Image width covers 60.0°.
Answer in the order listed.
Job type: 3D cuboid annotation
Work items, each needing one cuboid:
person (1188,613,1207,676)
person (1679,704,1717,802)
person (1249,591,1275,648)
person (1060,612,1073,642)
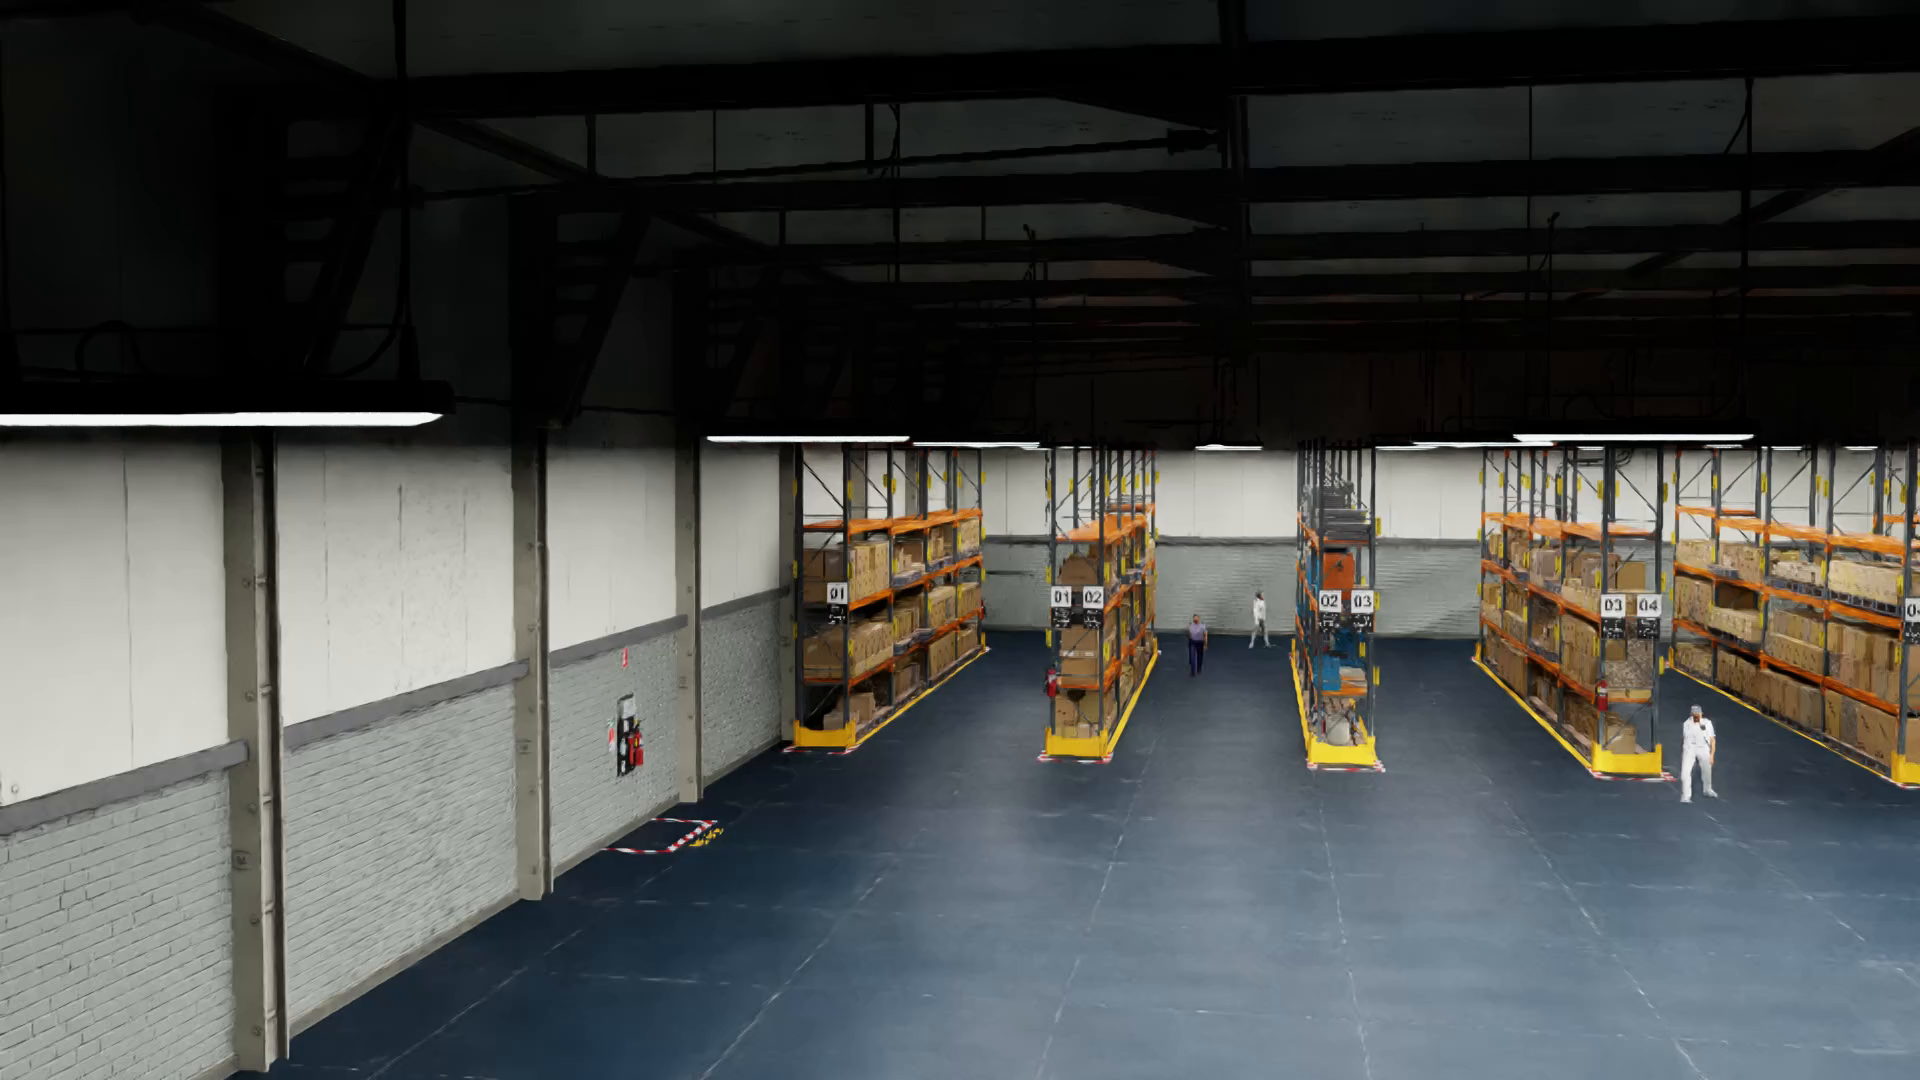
[{"bbox_3d":[6.091,2.668,42.637,0.493,1.589,1.000,0,3,9],"label":"person"},{"bbox_3d":[12.127,3.473,27.290,0.527,1.599,0.939,2,4,31],"label":"person"},{"bbox_3d":[8.811,2.309,48.661,0.685,1.660,0.548,-3,4,-43],"label":"person"},{"bbox_3d":[3.322,2.270,49.635,0.650,1.664,0.493,-2,4,-33],"label":"person"}]
